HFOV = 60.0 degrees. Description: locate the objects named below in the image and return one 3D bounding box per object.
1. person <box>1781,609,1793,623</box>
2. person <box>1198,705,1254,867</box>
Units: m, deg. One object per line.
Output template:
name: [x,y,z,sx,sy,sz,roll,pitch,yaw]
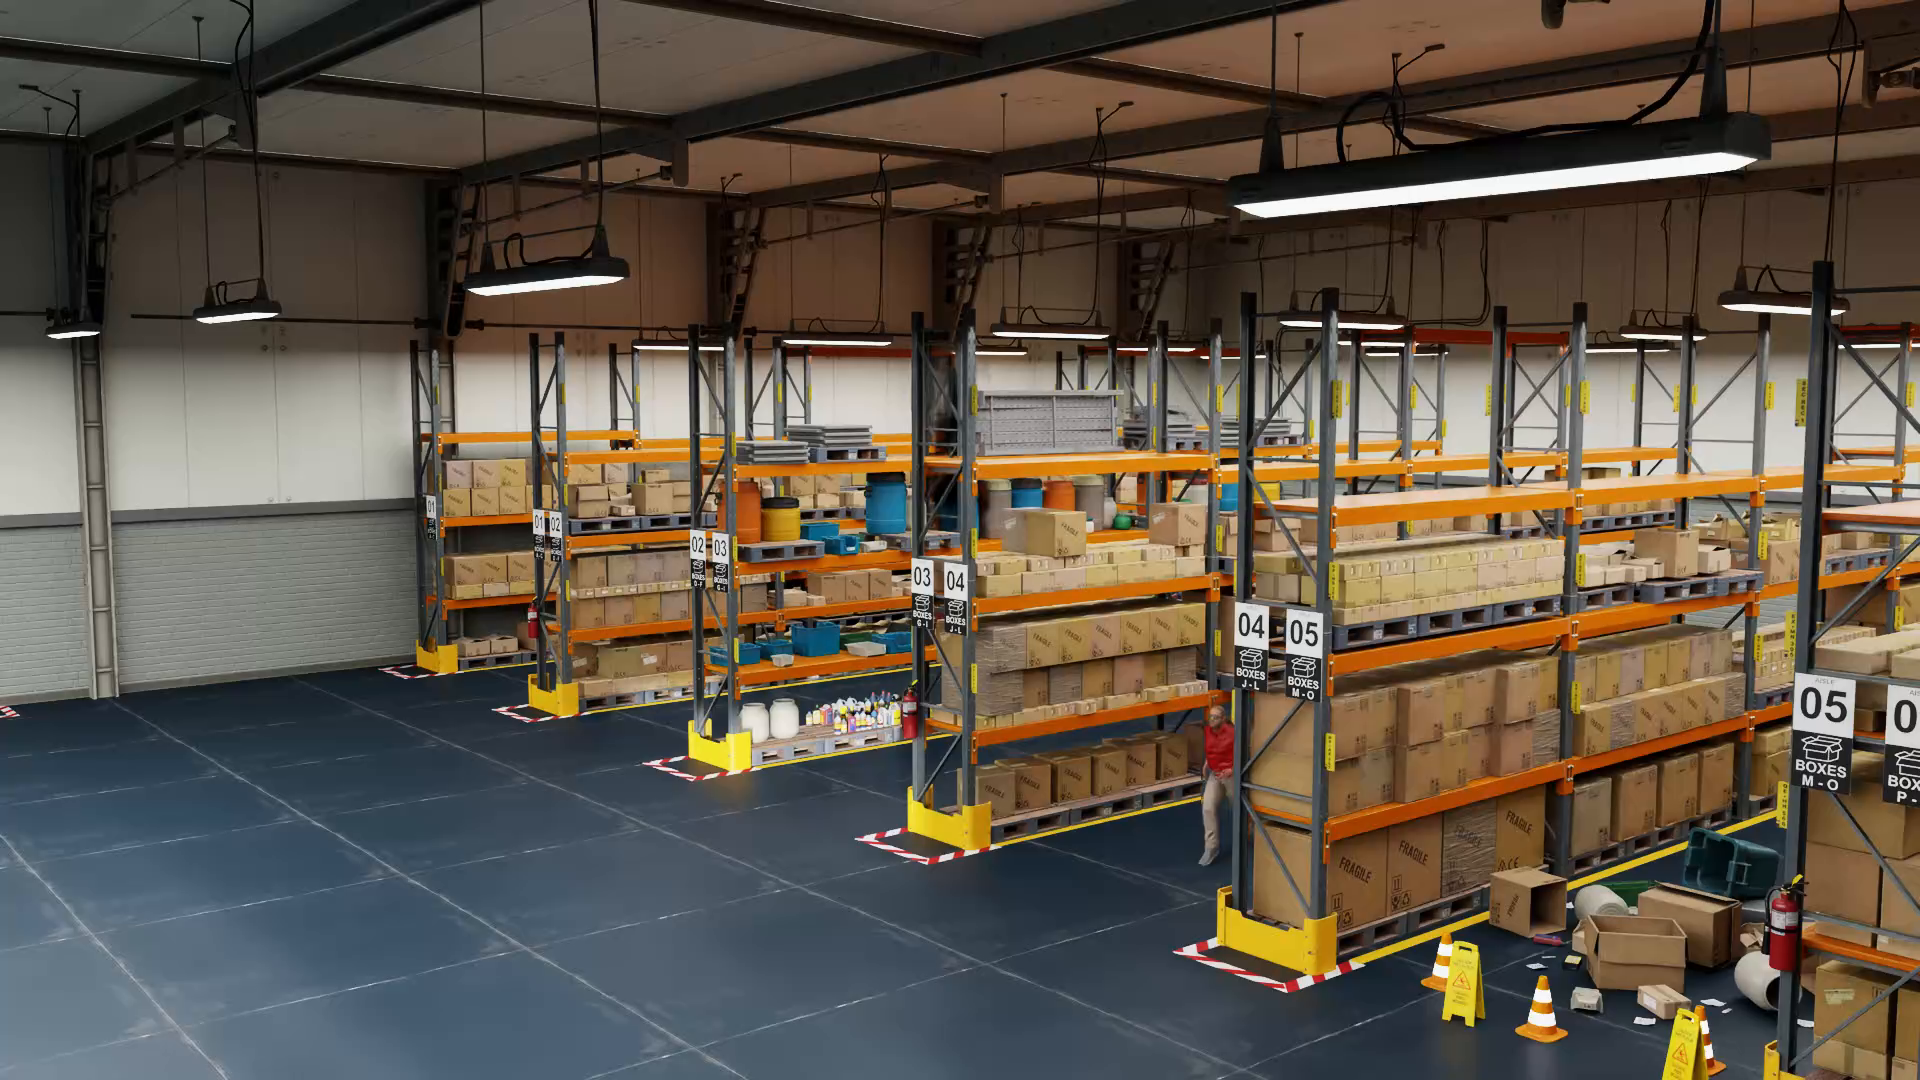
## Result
person: [12.572,1.949,25.383,0.660,1.818,0.674,-5,7,-45]
person: [2.948,2.647,18.278,0.664,1.732,1.095,4,7,38]
